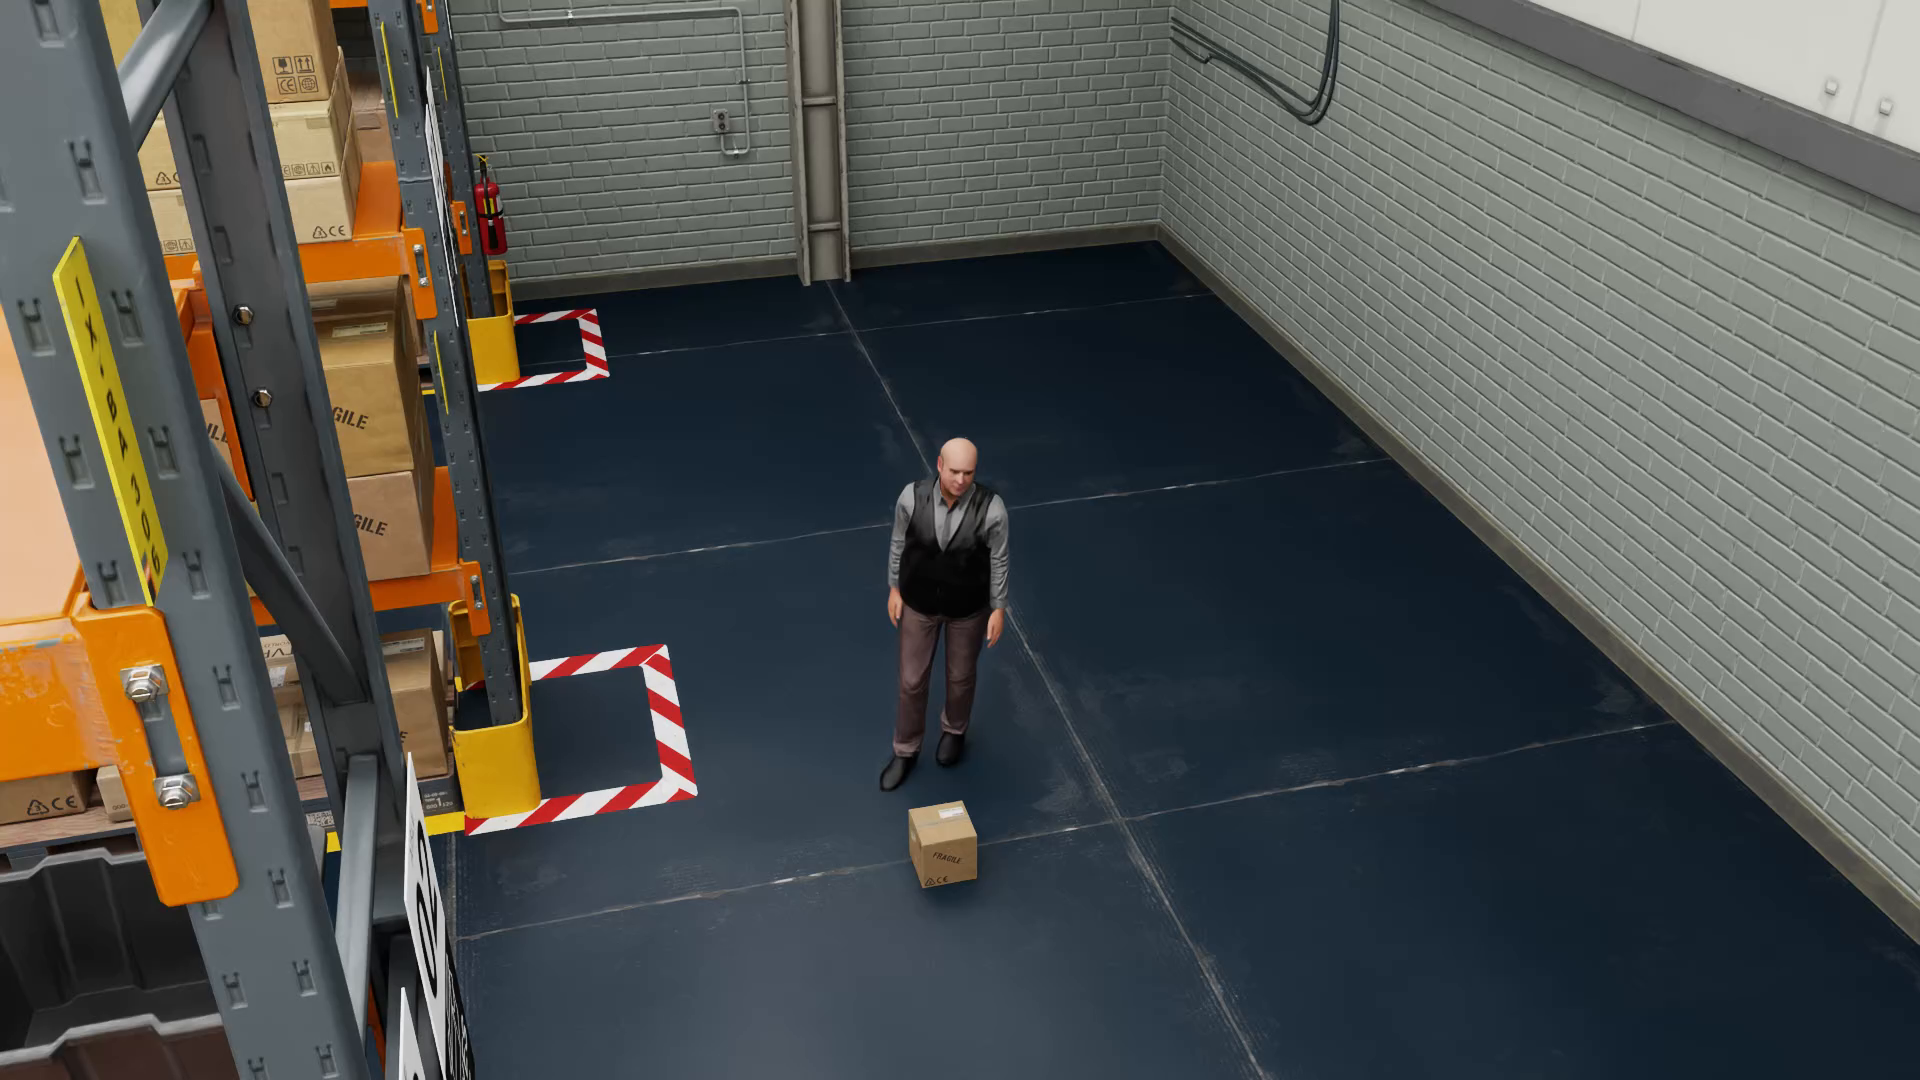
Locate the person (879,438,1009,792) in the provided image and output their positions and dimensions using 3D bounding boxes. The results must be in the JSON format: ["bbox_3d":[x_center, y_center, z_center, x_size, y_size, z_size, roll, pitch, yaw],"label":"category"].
[{"bbox_3d":[-0.074,0.345,7.673,0.582,1.741,0.526,4,30,8],"label":"person"}]
